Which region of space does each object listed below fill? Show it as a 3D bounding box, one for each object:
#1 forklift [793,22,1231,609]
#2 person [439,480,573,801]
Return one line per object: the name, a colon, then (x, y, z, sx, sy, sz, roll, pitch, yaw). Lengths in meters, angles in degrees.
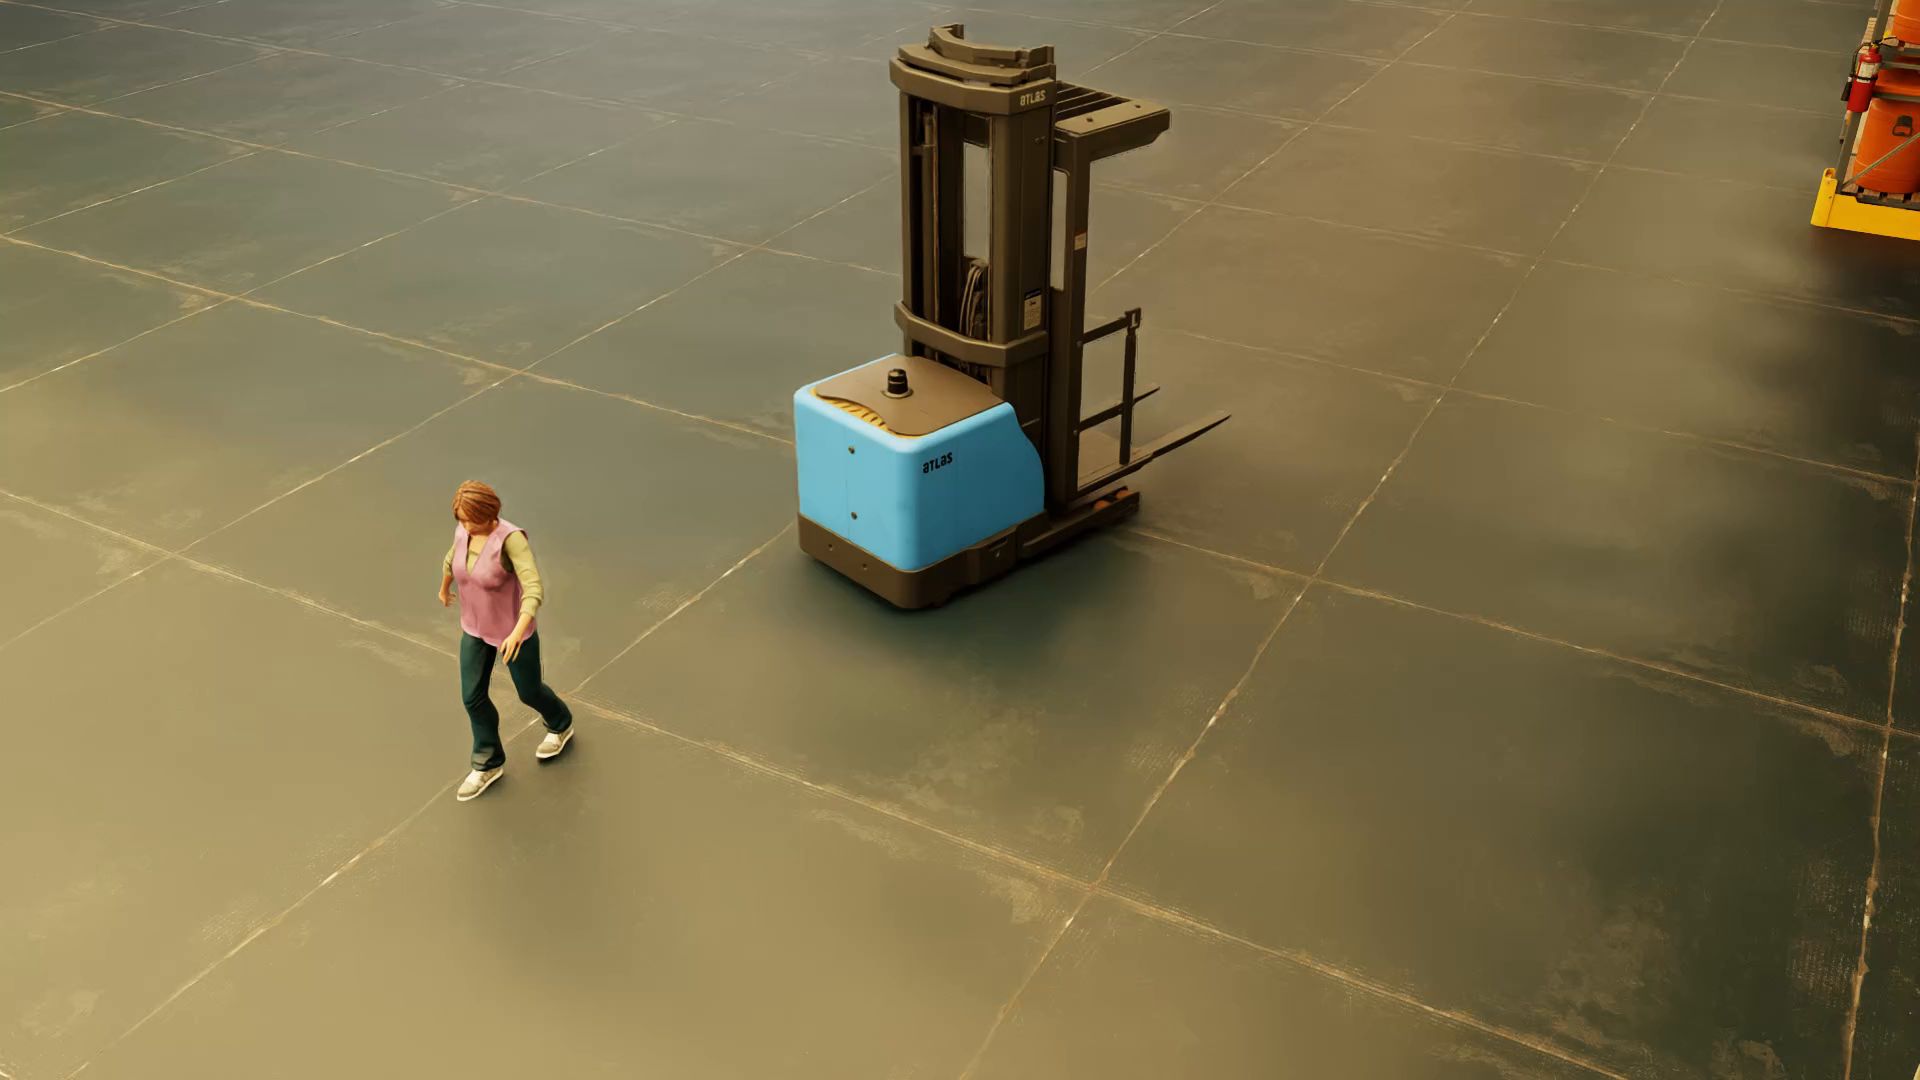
forklift: (0.465, -1.512, 9.691, 3.031, 2.935, 1.130, -25, 38, -37)
person: (-2.174, 0.435, 7.701, 0.822, 1.573, 0.708, 13, 32, 21)
